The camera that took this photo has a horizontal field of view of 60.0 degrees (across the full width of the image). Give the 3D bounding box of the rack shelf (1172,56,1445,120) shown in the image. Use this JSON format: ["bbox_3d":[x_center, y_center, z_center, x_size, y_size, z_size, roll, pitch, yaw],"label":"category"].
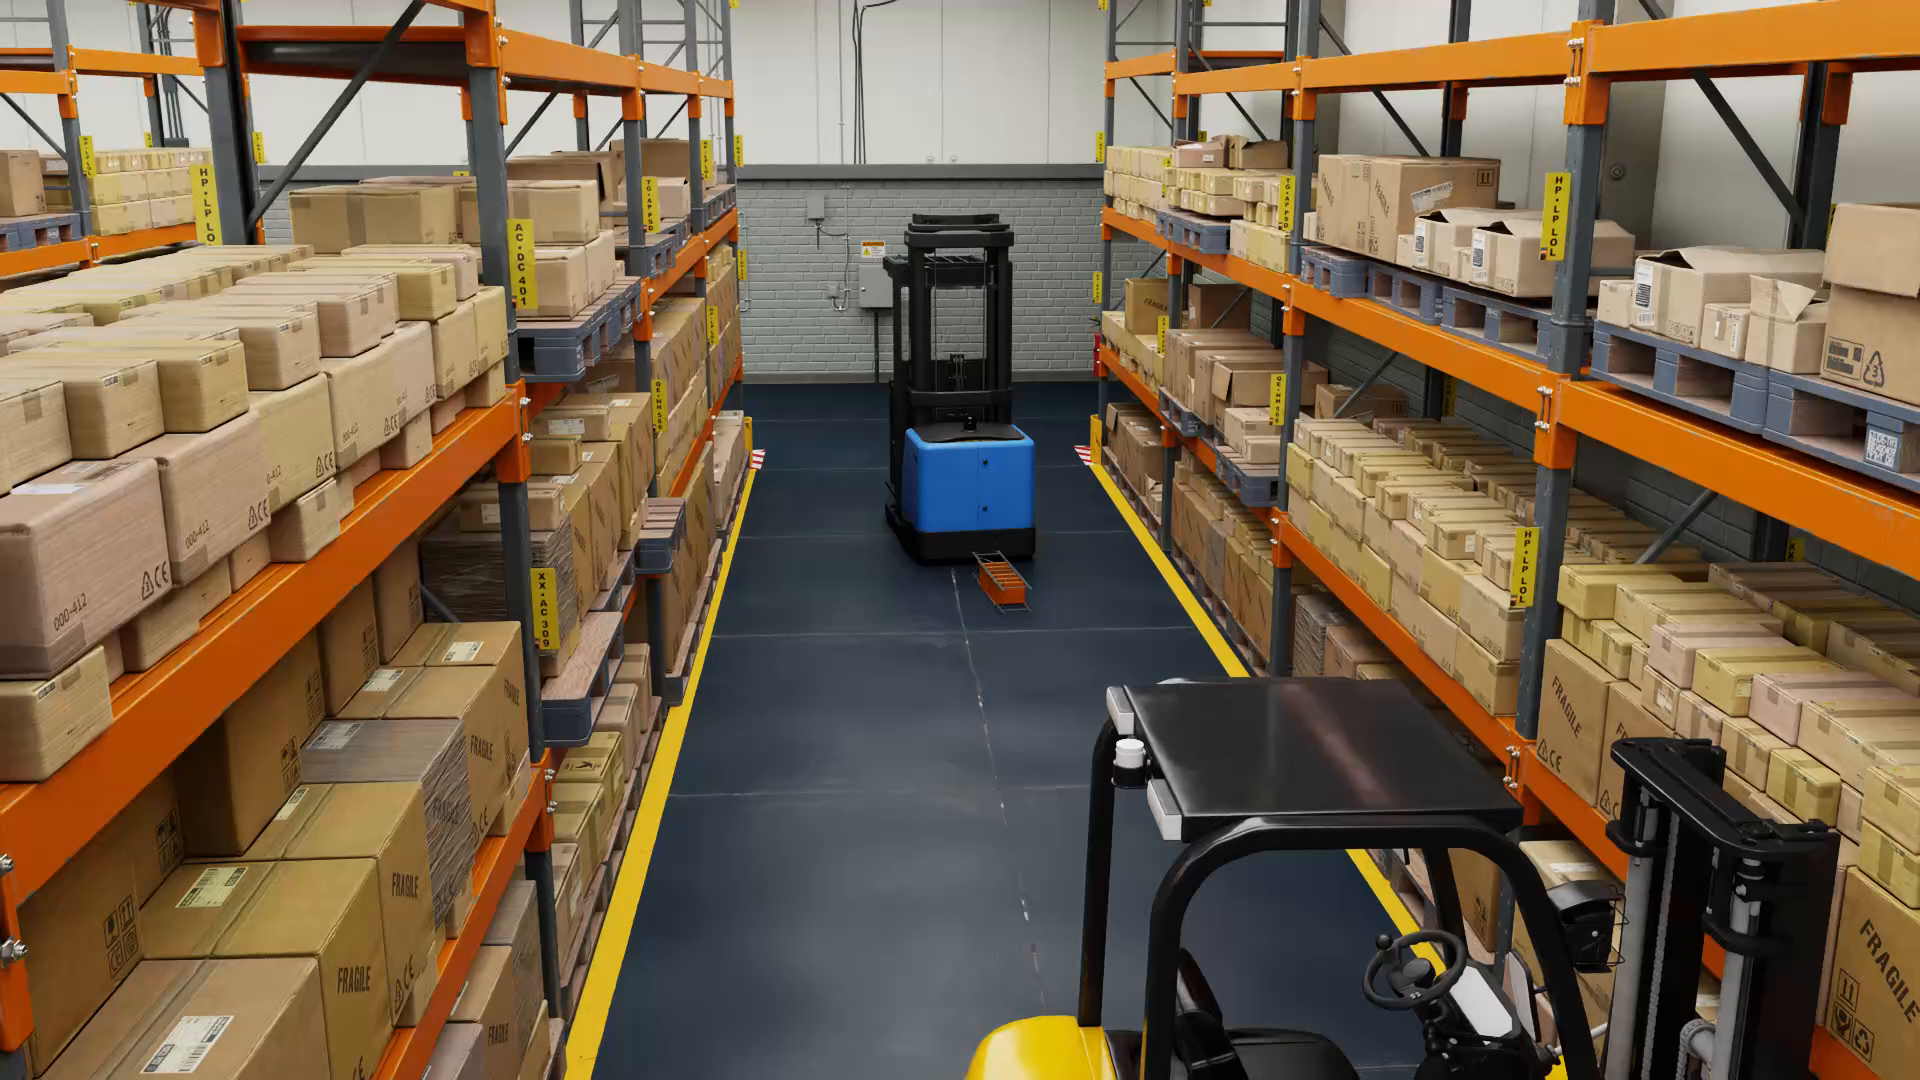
[{"bbox_3d":[2.428,-3.235,12.011,1.077,0.370,4.000,-1,14,-3],"label":"rack shelf"}]

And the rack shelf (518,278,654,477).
[{"bbox_3d":[-2.278,-0.904,8.167,1.077,0.370,4.000,-1,14,-3],"label":"rack shelf"}]

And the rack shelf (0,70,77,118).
[{"bbox_3d":[-7.460,-3.056,11.315,1.077,0.370,4.000,-1,14,-3],"label":"rack shelf"}]

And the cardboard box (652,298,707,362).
[{"bbox_3d":[-2.372,-1.717,13.697,0.500,0.500,0.500,0,14,-2],"label":"cardboard box"}]

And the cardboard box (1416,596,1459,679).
[{"bbox_3d":[2.470,0.447,7.795,0.500,0.250,0.500,-1,14,-4],"label":"cardboard box"}]

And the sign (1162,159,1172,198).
[{"bbox_3d":[1.763,-3.062,14.074,0.100,0.325,0.005,-1,14,-3],"label":"sign"}]

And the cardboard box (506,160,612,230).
[{"bbox_3d":[-2.576,-2.094,10.301,0.797,0.503,0.637,-2,15,-7],"label":"cardboard box"}]

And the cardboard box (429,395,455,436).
[{"bbox_3d":[-1.863,-0.432,5.393,0.380,0.149,0.250,-1,14,-3],"label":"cardboard box"}]

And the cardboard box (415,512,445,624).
[{"bbox_3d":[-2.412,0.191,6.849,0.500,0.500,0.500,-1,14,-4],"label":"cardboard box"}]

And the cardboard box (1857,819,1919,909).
[{"bbox_3d":[2.642,0.852,4.416,0.380,0.149,0.250,-1,14,-3],"label":"cardboard box"}]

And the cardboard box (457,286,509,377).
[{"bbox_3d":[-1.858,-0.720,5.713,0.500,0.250,0.500,-1,14,-4],"label":"cardboard box"}]

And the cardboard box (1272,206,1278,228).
[{"bbox_3d":[2.302,-2.163,11.116,0.380,0.149,0.250,-1,14,-2],"label":"cardboard box"}]

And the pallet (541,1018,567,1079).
[{"bbox_3d":[-2.078,2.215,6.218,1.003,0.211,1.213,-1,14,-3],"label":"pallet"}]

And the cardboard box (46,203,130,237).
[{"bbox_3d":[-7.350,-2.689,13.964,0.500,0.250,0.500,0,14,-1],"label":"cardboard box"}]

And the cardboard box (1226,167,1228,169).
[{"bbox_3d":[2.557,-3.263,14.593,0.500,0.250,0.500,-1,14,-4],"label":"cardboard box"}]

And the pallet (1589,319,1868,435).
[{"bbox_3d":[2.878,-0.578,5.634,1.003,0.211,1.213,-1,14,-3],"label":"pallet"}]

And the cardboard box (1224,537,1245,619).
[{"bbox_3d":[2.255,0.276,12.331,0.500,0.500,0.500,0,14,-1],"label":"cardboard box"}]

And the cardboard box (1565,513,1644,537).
[{"bbox_3d":[2.976,-0.026,7.828,0.380,0.149,0.250,-1,14,-4],"label":"cardboard box"}]

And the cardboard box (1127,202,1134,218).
[{"bbox_3d":[1.842,-3.229,16.266,0.380,0.149,0.250,-1,14,-3],"label":"cardboard box"}]

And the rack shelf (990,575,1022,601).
[{"bbox_3d":[0.371,0.382,13.376,0.258,0.180,0.103,-3,15,-11],"label":"rack shelf"}]

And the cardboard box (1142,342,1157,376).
[{"bbox_3d":[1.983,-1.688,15.495,0.500,0.250,0.500,-1,14,-3],"label":"cardboard box"}]

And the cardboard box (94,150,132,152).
[{"bbox_3d":[-8.040,-3.594,15.676,0.380,0.149,0.250,0,14,-2],"label":"cardboard box"}]

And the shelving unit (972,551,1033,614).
[{"bbox_3d":[0.333,0.334,13.562,0.258,0.189,1.200,-3,15,-11],"label":"shelving unit"}]

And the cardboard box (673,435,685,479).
[{"bbox_3d":[-2.258,-0.608,11.894,0.500,0.250,0.500,0,14,-2],"label":"cardboard box"}]

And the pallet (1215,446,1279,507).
[{"bbox_3d":[2.440,-0.449,11.360,1.213,0.211,1.003,-1,14,-3],"label":"pallet"}]

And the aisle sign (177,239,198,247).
[{"bbox_3d":[-8.136,-3.457,17.451,0.394,0.787,0.004,-1,14,-3],"label":"aisle sign"}]

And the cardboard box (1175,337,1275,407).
[{"bbox_3d":[2.143,-1.369,13.506,0.700,0.500,0.500,-1,14,-3],"label":"cardboard box"}]

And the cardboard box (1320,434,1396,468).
[{"bbox_3d":[2.337,-0.523,9.762,0.380,0.149,0.250,0,14,-2],"label":"cardboard box"}]

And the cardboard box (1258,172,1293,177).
[{"bbox_3d":[2.468,-2.701,12.572,0.380,0.149,0.250,-1,14,-3],"label":"cardboard box"}]

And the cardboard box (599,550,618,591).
[{"bbox_3d":[-1.926,0.149,8.311,0.380,0.149,0.250,0,14,-1],"label":"cardboard box"}]

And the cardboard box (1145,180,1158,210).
[{"bbox_3d":[1.981,-3.139,15.113,0.500,0.250,0.500,-1,14,-5],"label":"cardboard box"}]

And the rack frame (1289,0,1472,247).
[{"bbox_3d":[2.552,-3.280,9.938,1.000,3.000,0.127,-1,14,-3],"label":"rack frame"}]

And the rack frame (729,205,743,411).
[{"bbox_3d":[-2.898,-2.287,18.117,1.000,3.000,0.127,-1,14,-3],"label":"rack frame"}]

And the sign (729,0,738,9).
[{"bbox_3d":[-2.355,-5.687,17.262,0.100,0.325,0.005,-1,14,-3],"label":"sign"}]

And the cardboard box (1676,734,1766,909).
[{"bbox_3d":[2.648,0.941,5.370,0.500,0.500,0.500,-1,14,-4],"label":"cardboard box"}]

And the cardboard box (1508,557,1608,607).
[{"bbox_3d":[2.557,0.176,7.043,0.380,0.149,0.250,0,14,-2],"label":"cardboard box"}]

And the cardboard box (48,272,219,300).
[{"bbox_3d":[-2.353,-0.679,4.754,0.380,0.149,0.250,-1,14,-5],"label":"cardboard box"}]

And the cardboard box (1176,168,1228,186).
[{"bbox_3d":[1.972,-2.950,13.539,0.380,0.149,0.250,-1,14,-3],"label":"cardboard box"}]

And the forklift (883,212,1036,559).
[{"bbox_3d":[-0.112,-1.573,15.480,1.130,2.935,3.031,-3,15,-10],"label":"forklift"}]

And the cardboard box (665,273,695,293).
[{"bbox_3d":[-2.411,-2.221,14.353,0.380,0.149,0.250,-1,14,-4],"label":"cardboard box"}]

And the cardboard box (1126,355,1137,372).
[{"bbox_3d":[1.869,-1.770,16.614,0.380,0.149,0.250,-1,14,-2],"label":"cardboard box"}]

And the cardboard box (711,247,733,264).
[{"bbox_3d":[-2.536,-2.921,17.076,0.380,0.149,0.250,-1,14,-4],"label":"cardboard box"}]

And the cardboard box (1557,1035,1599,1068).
[{"bbox_3d":[2.546,2.000,6.132,0.500,0.250,0.500,-1,14,-5],"label":"cardboard box"}]

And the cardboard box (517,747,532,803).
[{"bbox_3d":[-1.830,0.895,6.257,0.380,0.149,0.250,-1,14,-4],"label":"cardboard box"}]

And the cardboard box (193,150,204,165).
[{"bbox_3d":[-7.504,-3.667,15.962,0.380,0.149,0.250,-1,14,-5],"label":"cardboard box"}]

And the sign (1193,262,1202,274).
[{"bbox_3d":[2.611,-3.081,18.249,0.100,0.325,0.005,-1,14,-3],"label":"sign"}]

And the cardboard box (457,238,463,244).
[{"bbox_3d":[-2.362,-1.154,7.156,0.500,0.250,0.500,-1,14,-3],"label":"cardboard box"}]

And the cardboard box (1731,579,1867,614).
[{"bbox_3d":[3.095,0.251,6.153,0.380,0.149,0.250,-1,14,-5],"label":"cardboard box"}]

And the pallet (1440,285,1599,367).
[{"bbox_3d":[2.732,-0.959,7.321,0.805,0.209,1.217,-1,15,-6],"label":"pallet"}]

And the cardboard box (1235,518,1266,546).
[{"bbox_3d":[2.261,-0.062,12.344,0.380,0.149,0.250,-1,14,-4],"label":"cardboard box"}]

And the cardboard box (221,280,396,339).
[{"bbox_3d":[-1.769,-0.622,4.533,0.380,0.149,0.250,-1,14,-3],"label":"cardboard box"}]

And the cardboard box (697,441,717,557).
[{"bbox_3d":[-2.532,-0.313,13.868,0.875,0.875,0.875,0,14,-2],"label":"cardboard box"}]

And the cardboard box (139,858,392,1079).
[{"bbox_3d":[-1.727,1.123,4.069,0.500,0.500,0.500,-1,14,-5],"label":"cardboard box"}]

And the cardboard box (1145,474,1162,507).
[{"bbox_3d":[1.954,-0.471,15.706,0.396,0.266,0.258,0,14,-1],"label":"cardboard box"}]

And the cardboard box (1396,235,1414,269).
[{"bbox_3d":[2.380,-1.423,8.202,0.380,0.149,0.250,-1,14,-4],"label":"cardboard box"}]

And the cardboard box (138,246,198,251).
[{"bbox_3d":[-8.069,-2.746,17.098,0.500,0.500,0.500,-1,14,-4],"label":"cardboard box"}]

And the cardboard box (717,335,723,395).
[{"bbox_3d":[-2.445,-1.586,15.194,0.500,0.500,0.500,-1,14,-3],"label":"cardboard box"}]
